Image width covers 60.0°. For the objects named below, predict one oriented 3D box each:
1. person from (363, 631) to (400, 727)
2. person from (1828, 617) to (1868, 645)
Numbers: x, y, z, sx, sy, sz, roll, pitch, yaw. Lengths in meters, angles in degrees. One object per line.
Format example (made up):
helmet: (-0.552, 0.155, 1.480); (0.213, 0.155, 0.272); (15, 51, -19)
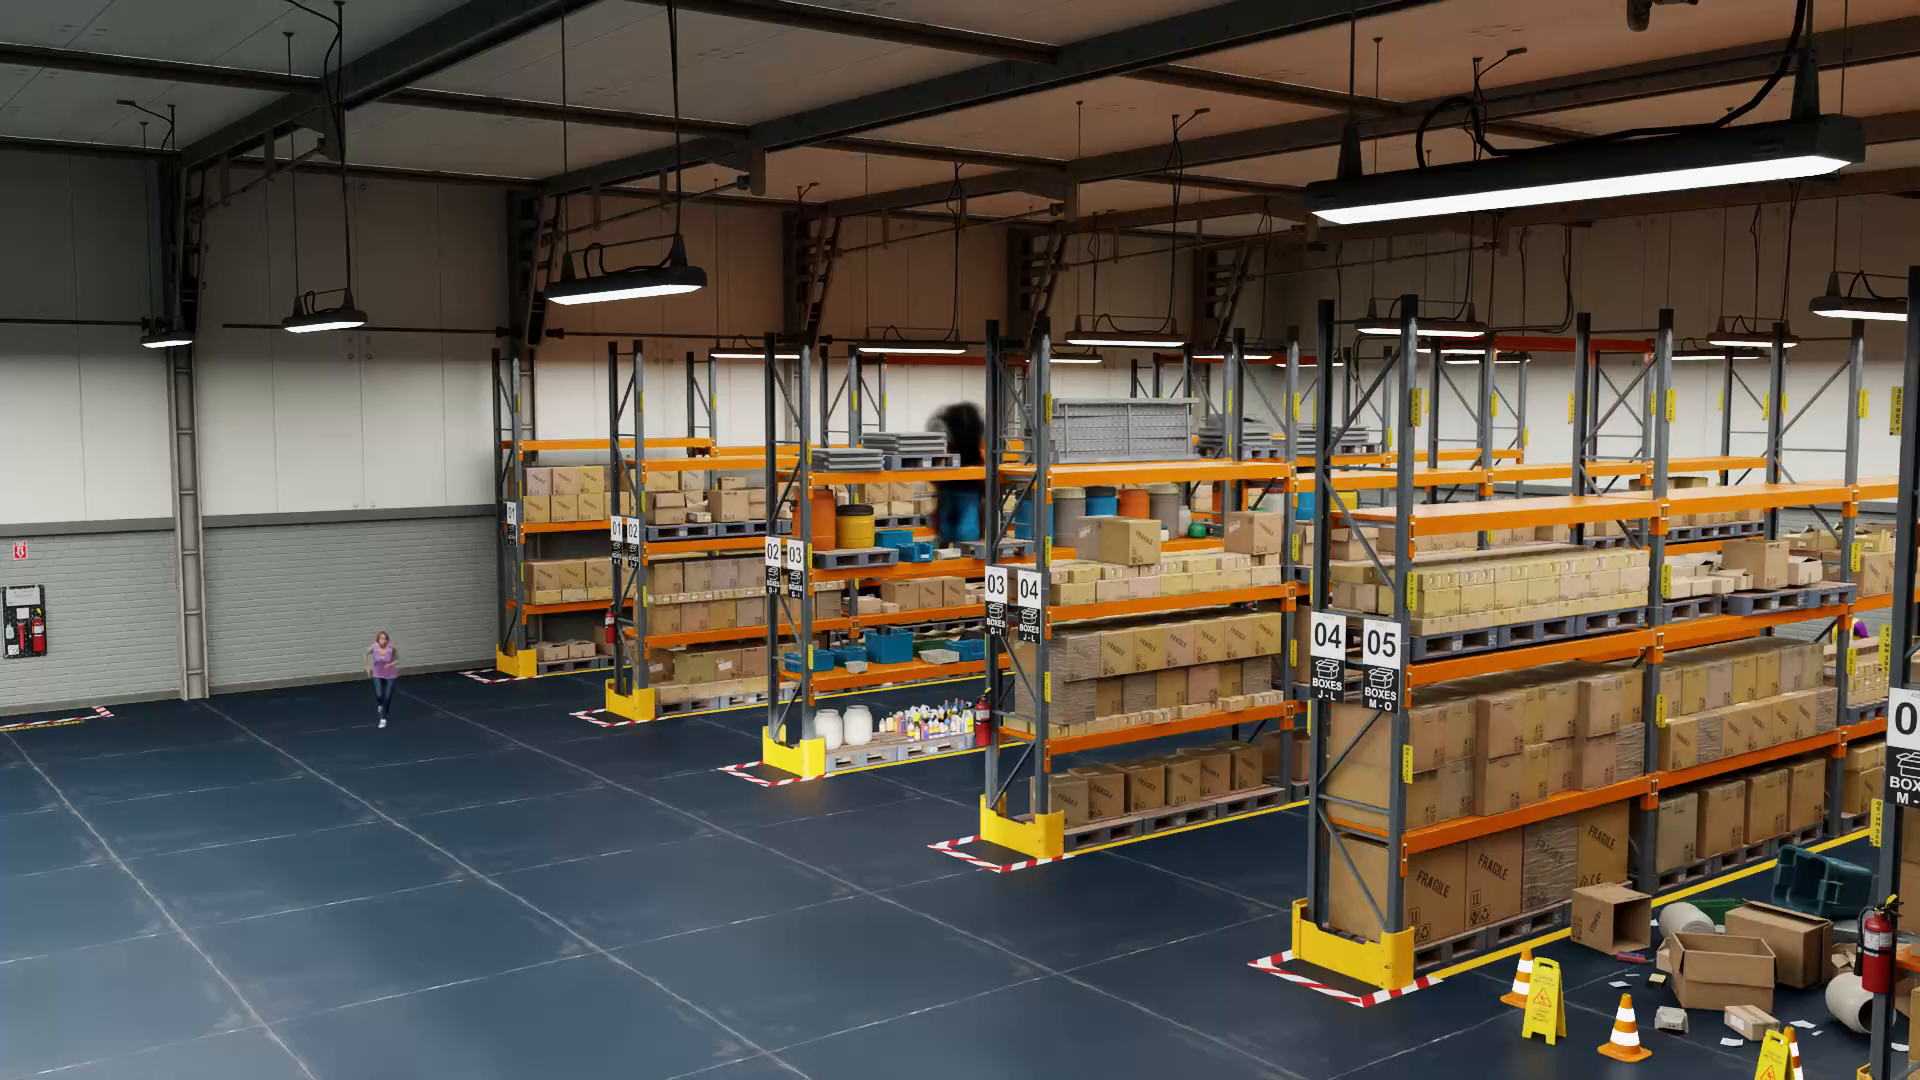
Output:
person: (-8.937, 2.154, 25.718); (0.542, 1.526, 0.672); (-2, 5, -19)
person: (14.584, 1.884, 27.441); (0.649, 1.744, 0.695); (-4, 7, -41)
